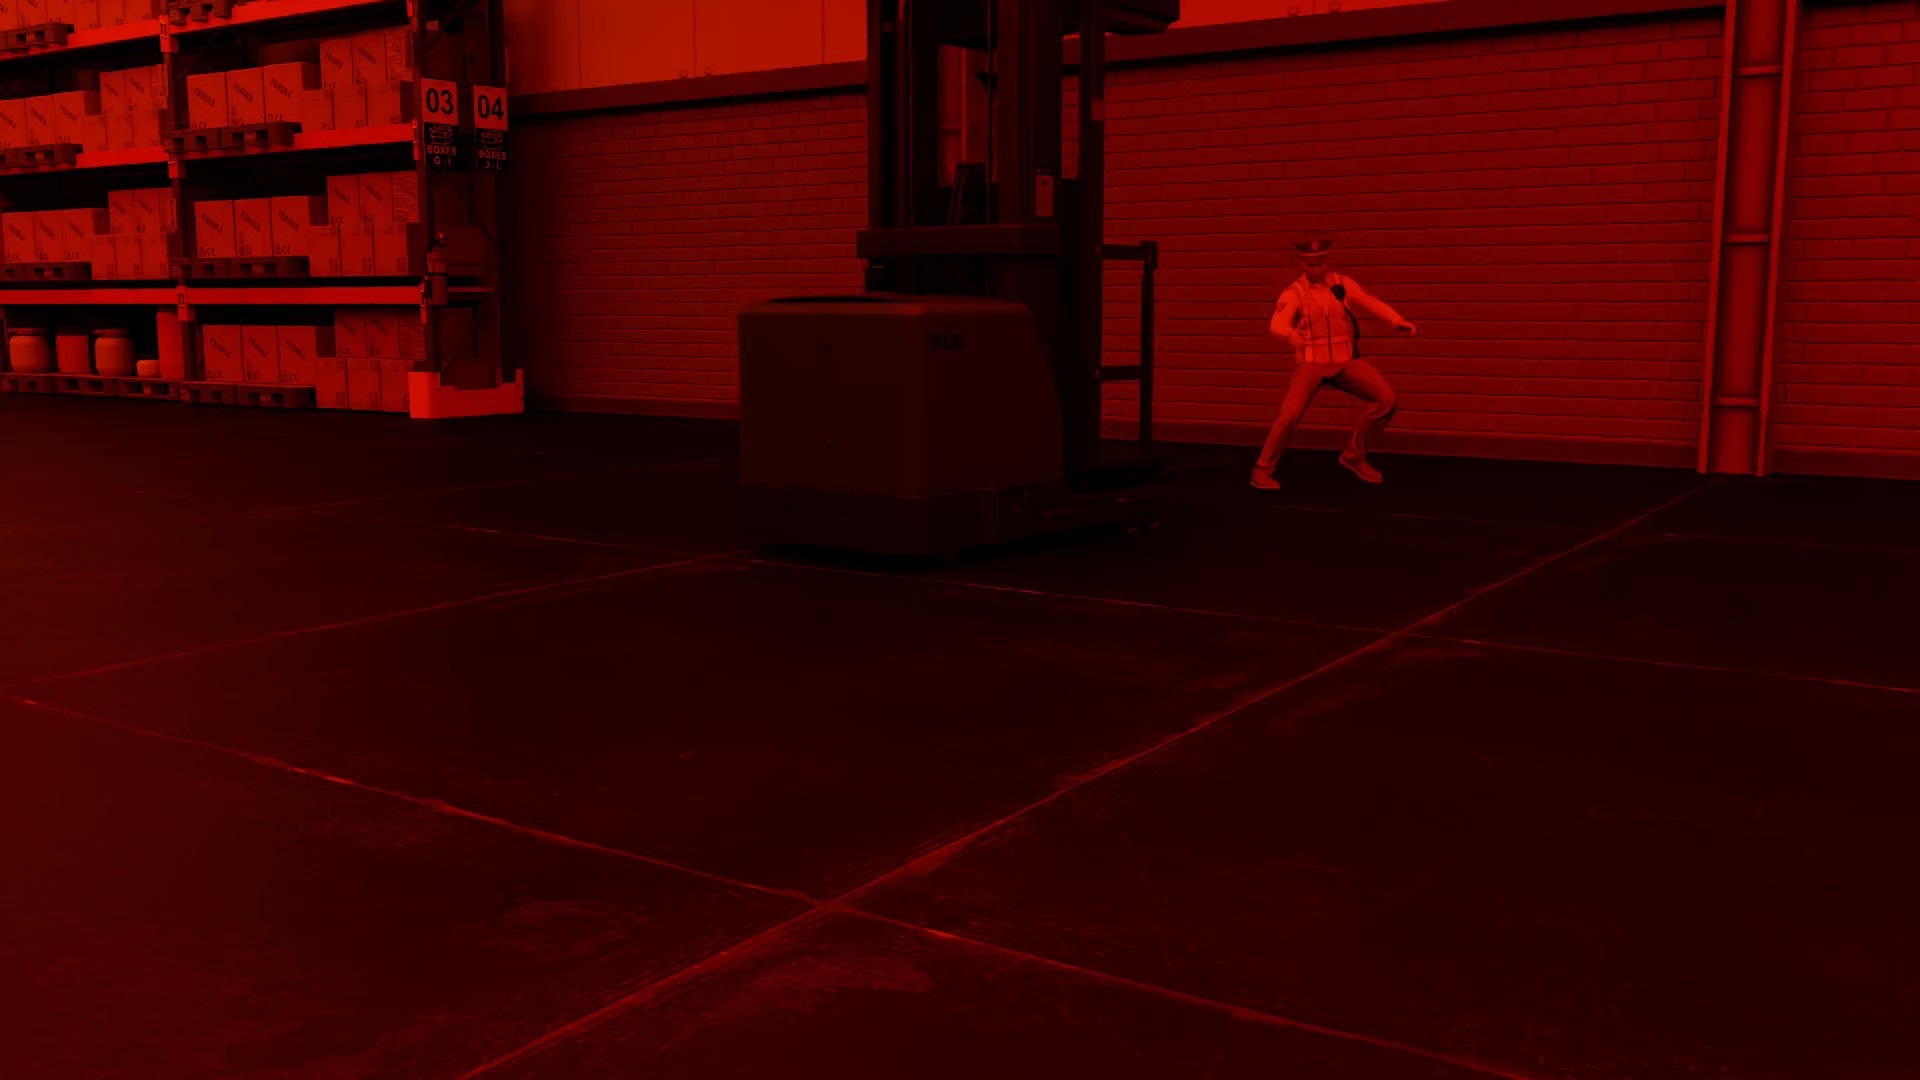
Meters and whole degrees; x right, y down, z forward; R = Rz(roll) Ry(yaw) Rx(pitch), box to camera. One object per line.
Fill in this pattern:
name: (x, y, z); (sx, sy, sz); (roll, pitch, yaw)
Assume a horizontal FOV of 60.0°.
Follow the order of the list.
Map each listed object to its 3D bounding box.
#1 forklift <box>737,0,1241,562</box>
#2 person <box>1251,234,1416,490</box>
forklift: (0.336, -1.523, 7.900); (1.130, 2.935, 3.031); (6, 10, 37)
person: (2.153, -1.032, 9.625); (0.894, 1.467, 0.695); (0, 8, -3)
